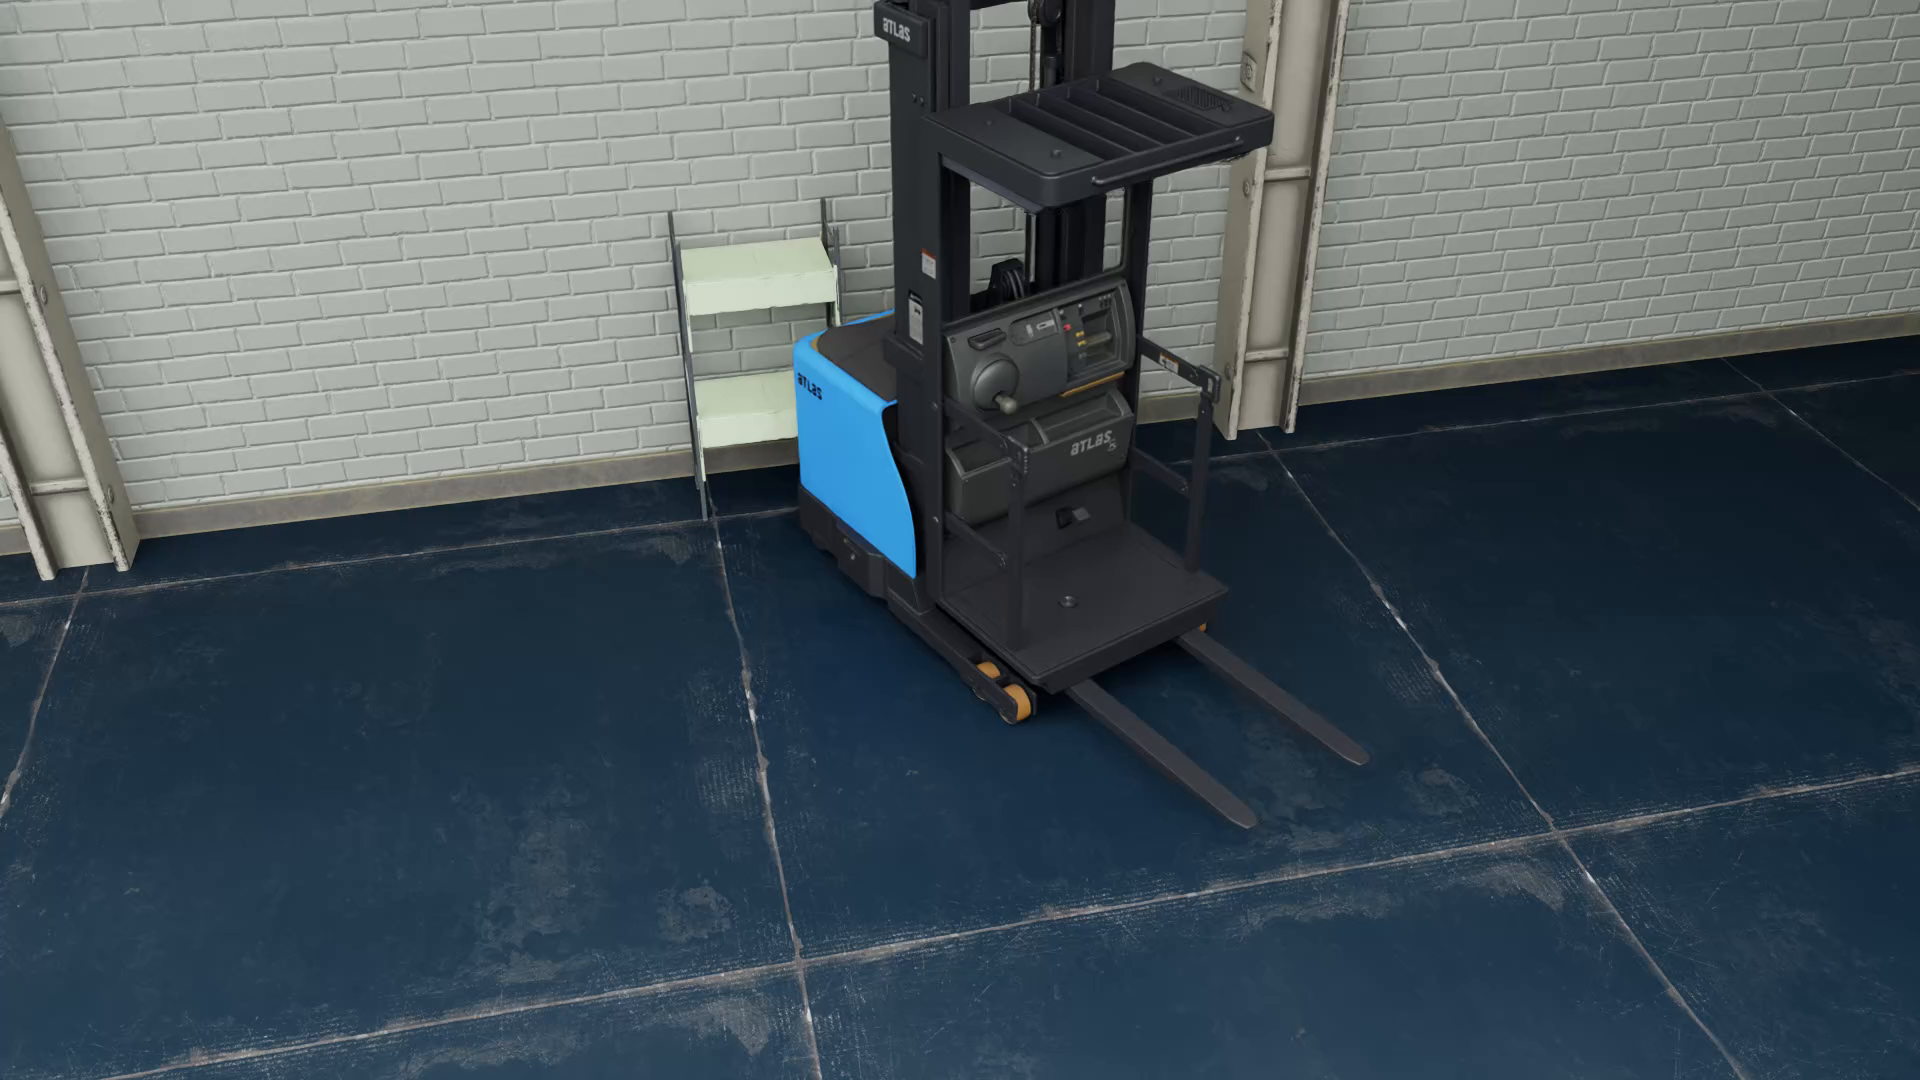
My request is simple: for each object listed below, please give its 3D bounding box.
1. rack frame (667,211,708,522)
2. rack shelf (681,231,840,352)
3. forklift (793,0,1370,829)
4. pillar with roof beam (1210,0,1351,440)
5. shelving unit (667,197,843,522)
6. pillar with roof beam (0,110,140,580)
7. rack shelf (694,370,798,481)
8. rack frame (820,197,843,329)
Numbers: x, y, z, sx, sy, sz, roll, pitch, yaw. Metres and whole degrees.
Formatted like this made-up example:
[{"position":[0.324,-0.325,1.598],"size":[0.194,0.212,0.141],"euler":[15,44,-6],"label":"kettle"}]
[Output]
[{"position":[-1.330,-0.826,8.135],"size":[0.023,1.500,0.400],"euler":[-8,35,-11],"label":"rack frame"},{"position":[-0.974,-1.197,7.988],"size":[0.720,0.370,0.431],"euler":[-8,35,-11],"label":"rack shelf"},{"position":[0.471,-0.744,6.728],"size":[1.130,2.935,3.031],"euler":[-22,39,-29],"label":"forklift"},{"position":[2.563,-2.049,3.227],"size":[0.400,9.000,9.100],"euler":[-7,35,-11],"label":"pillar with roof beam"},{"position":[-0.974,-0.873,8.205],"size":[0.755,1.500,0.431],"euler":[-8,35,-11],"label":"shelving unit"},{"position":[-3.289,-1.311,2.128],"size":[0.400,9.000,9.100],"euler":[-7,35,-11],"label":"pillar with roof beam"},{"position":[-0.974,-0.603,8.387],"size":[0.720,0.370,0.431],"euler":[-8,35,-11],"label":"rack shelf"},{"position":[-0.618,-0.921,8.276],"size":[0.023,1.500,0.400],"euler":[-8,35,-11],"label":"rack frame"}]
